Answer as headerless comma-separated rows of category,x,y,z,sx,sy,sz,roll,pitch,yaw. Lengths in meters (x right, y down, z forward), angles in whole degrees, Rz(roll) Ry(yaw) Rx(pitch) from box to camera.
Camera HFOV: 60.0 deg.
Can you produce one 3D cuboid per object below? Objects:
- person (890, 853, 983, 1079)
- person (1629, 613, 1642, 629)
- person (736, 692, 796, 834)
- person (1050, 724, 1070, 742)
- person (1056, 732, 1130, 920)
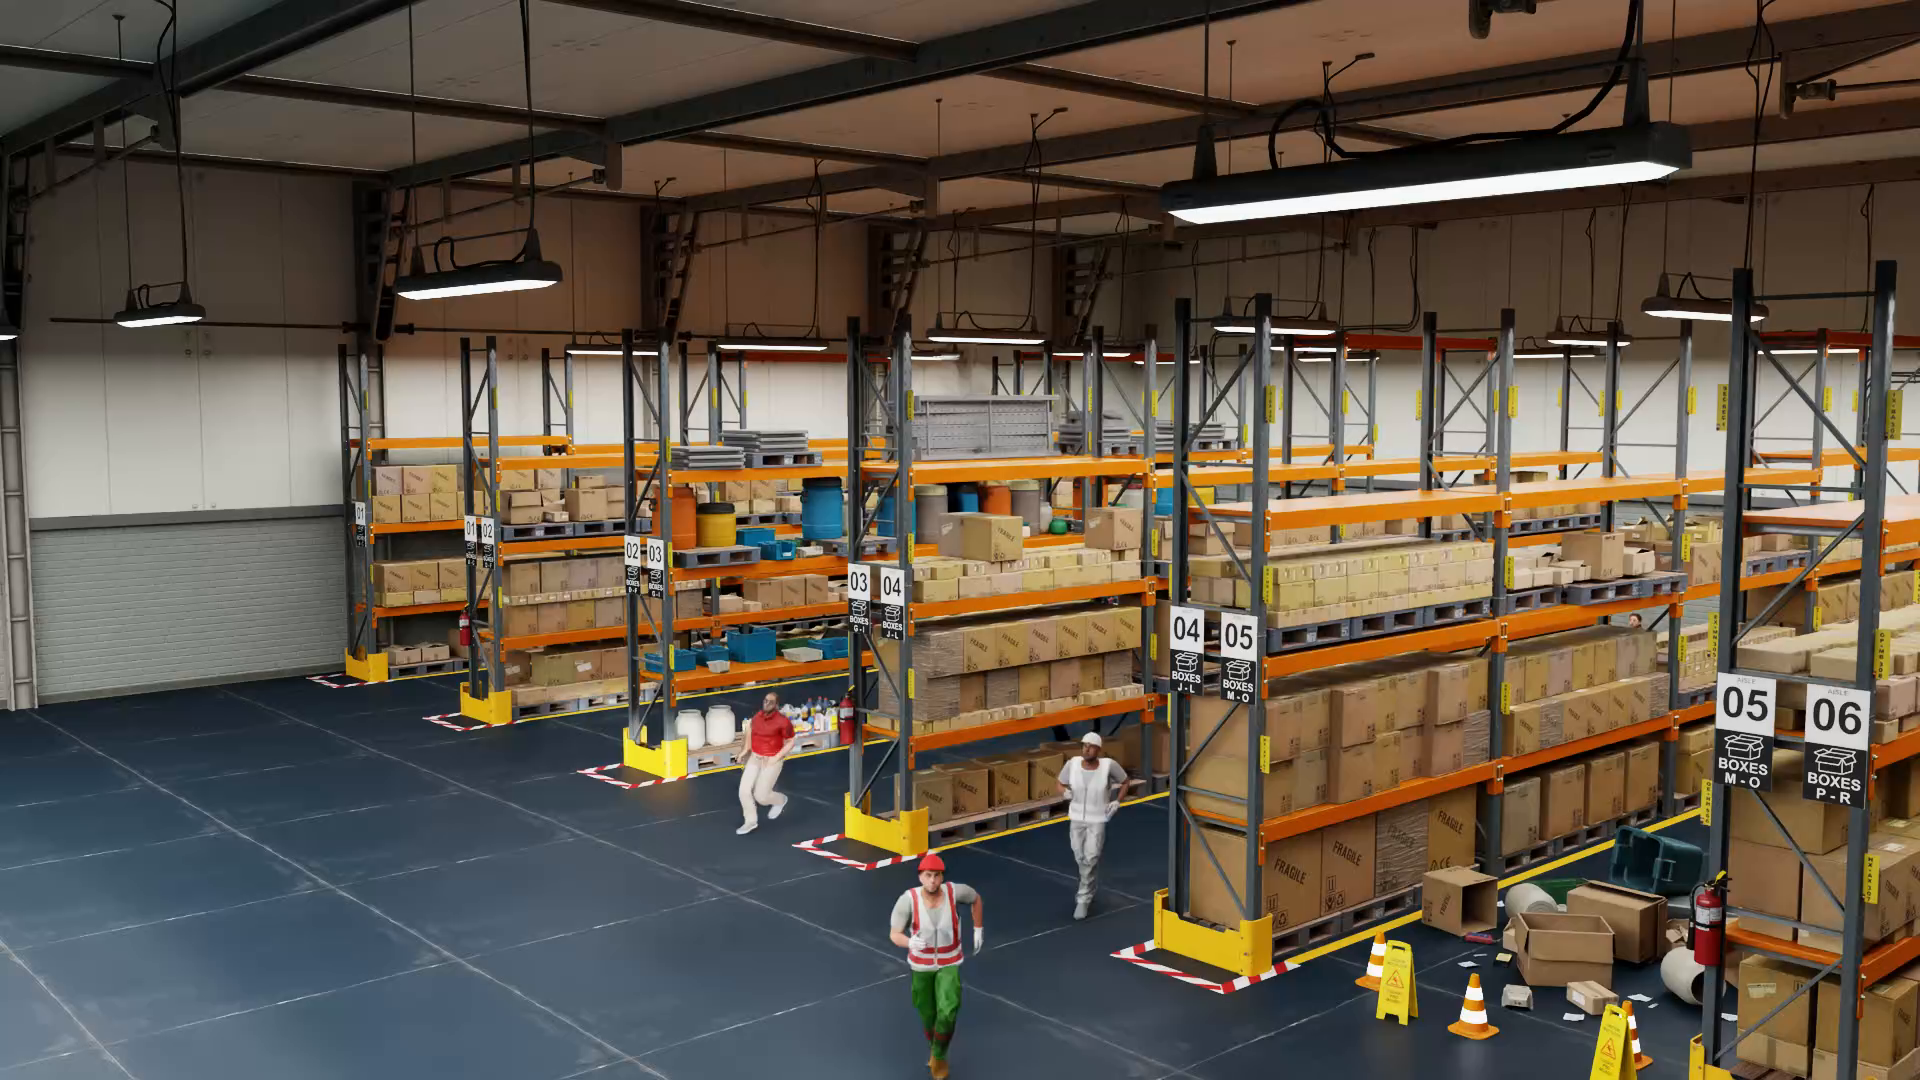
person,-0.170,3.165,12.335,0.697,1.744,0.796,0,5,-2
person,10.624,1.984,26.191,0.593,1.695,0.856,5,7,42
person,-2.238,2.600,19.516,0.704,1.673,0.675,3,6,33
person,1.375,2.286,23.246,0.514,1.631,0.653,5,7,45
person,1.291,2.811,16.504,0.702,1.849,0.707,2,6,24
